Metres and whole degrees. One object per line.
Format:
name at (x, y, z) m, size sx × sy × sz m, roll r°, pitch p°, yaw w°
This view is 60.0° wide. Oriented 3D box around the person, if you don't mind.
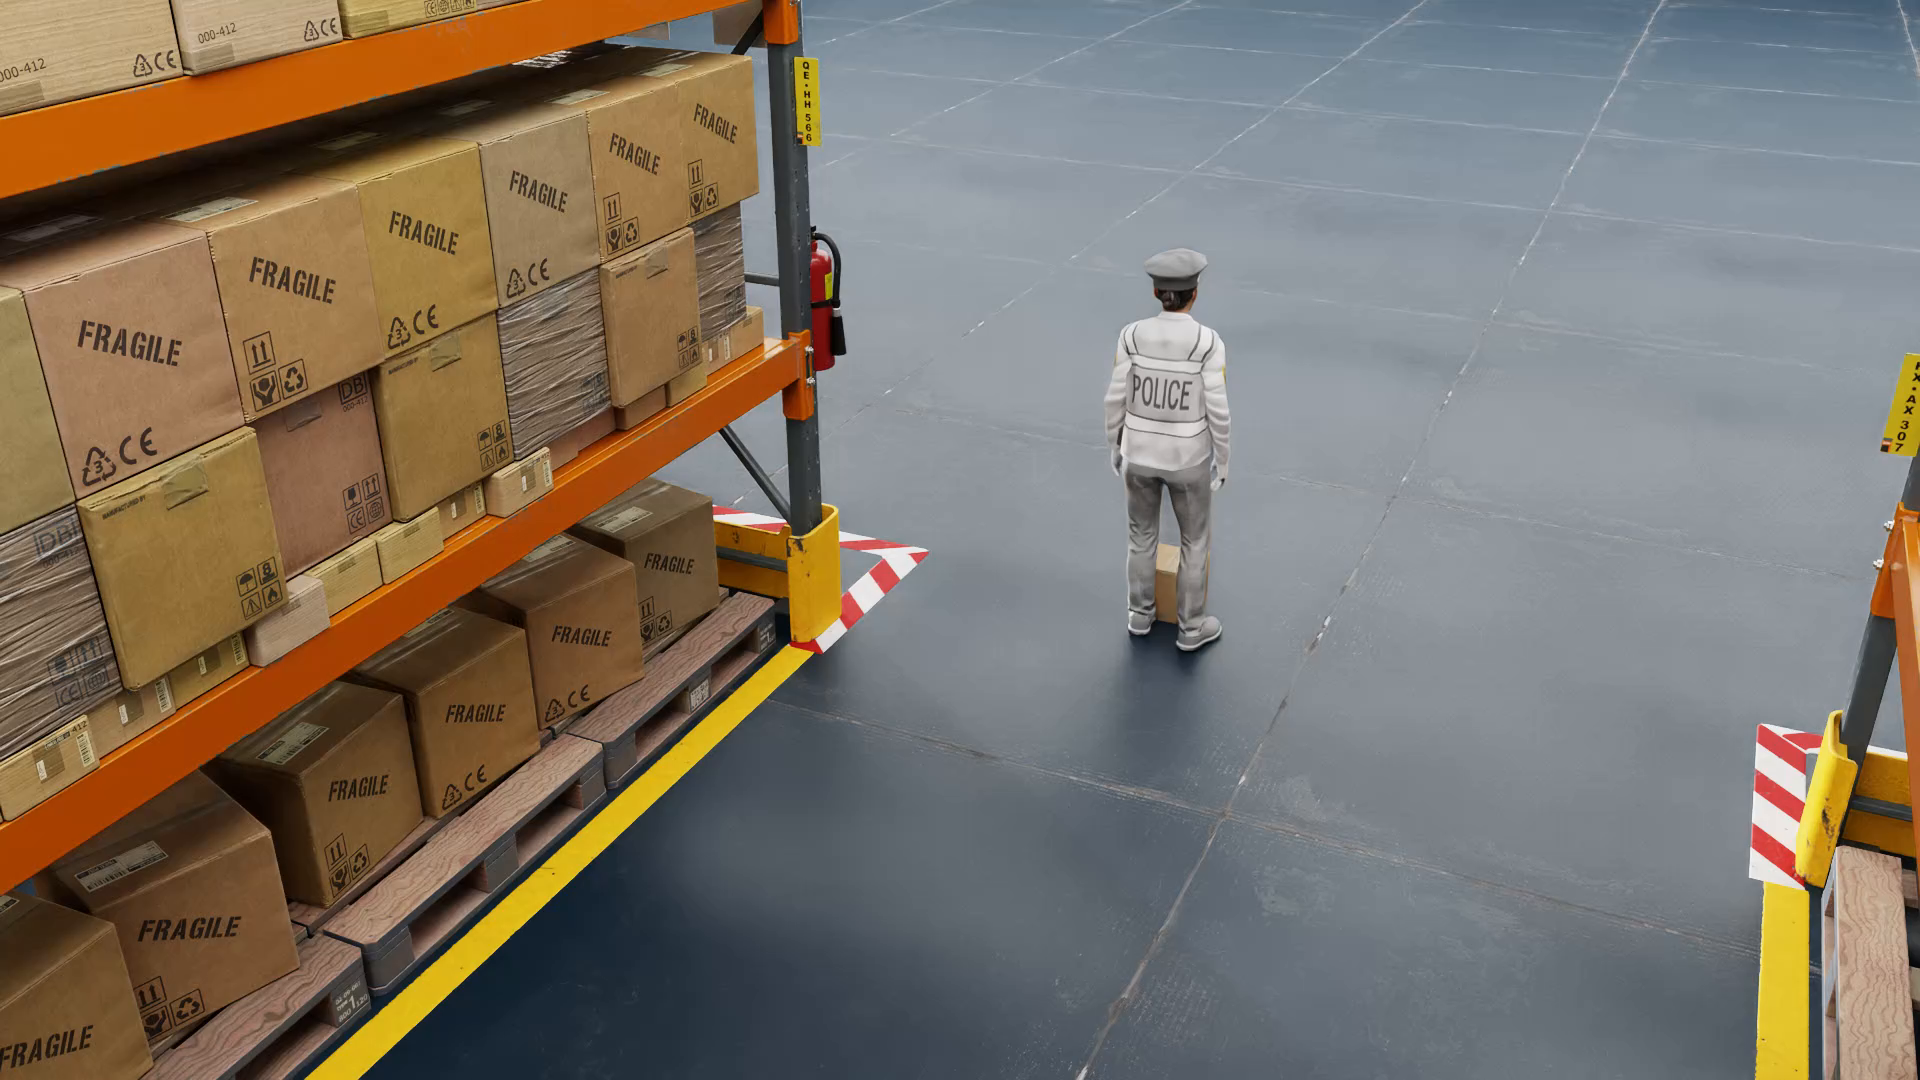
person at (0.853, -0.346, 6.810) m, size 0.518 × 1.663 × 0.413 m, roll 10°, pitch 28°, yaw 20°
